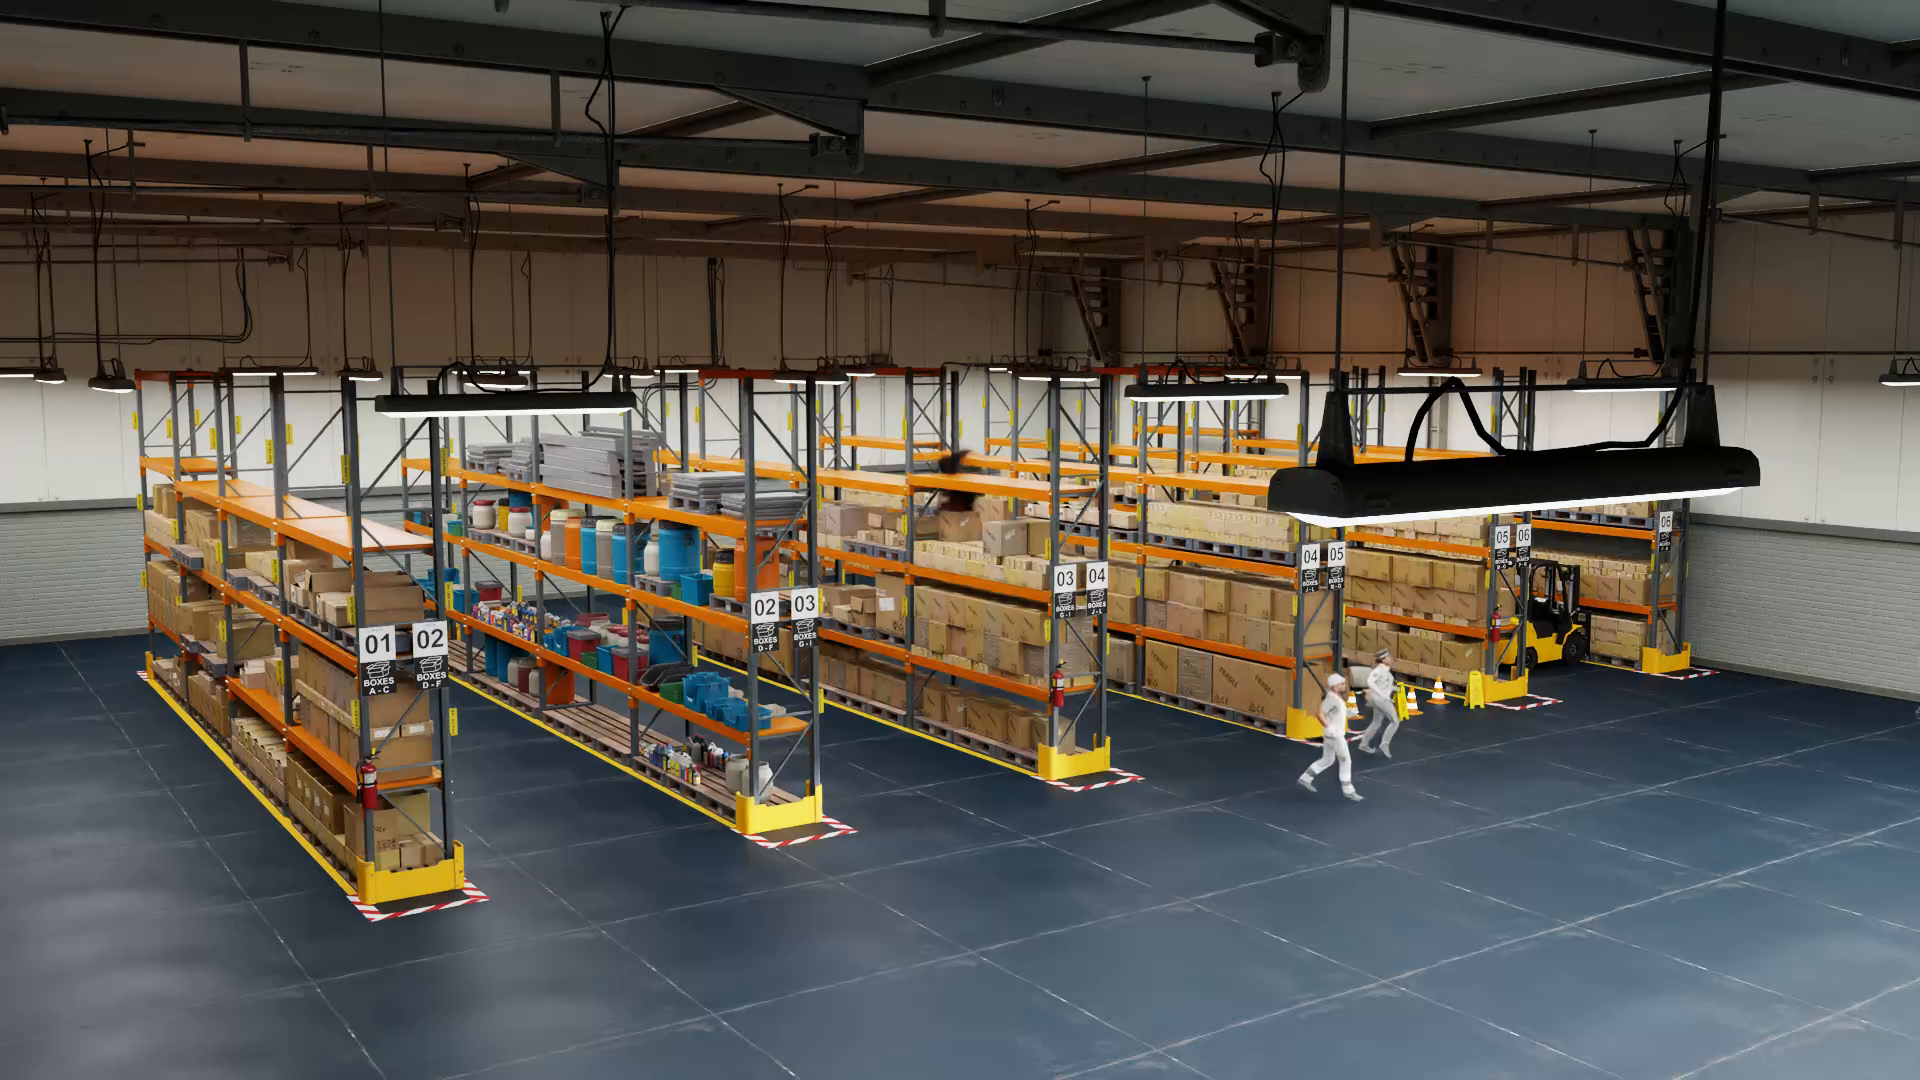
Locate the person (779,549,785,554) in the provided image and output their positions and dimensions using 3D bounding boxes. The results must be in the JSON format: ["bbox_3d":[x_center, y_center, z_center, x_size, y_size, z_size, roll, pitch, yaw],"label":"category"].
[{"bbox_3d":[-4.473,1.050,39.709,0.714,1.656,0.540,1,6,5],"label":"person"}]

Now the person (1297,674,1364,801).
[{"bbox_3d":[5.271,2.778,23.586,0.929,1.802,0.634,1,6,6],"label":"person"}]

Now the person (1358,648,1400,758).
[{"bbox_3d":[6.605,2.554,26.168,0.629,1.739,0.639,2,7,14],"label":"person"}]
